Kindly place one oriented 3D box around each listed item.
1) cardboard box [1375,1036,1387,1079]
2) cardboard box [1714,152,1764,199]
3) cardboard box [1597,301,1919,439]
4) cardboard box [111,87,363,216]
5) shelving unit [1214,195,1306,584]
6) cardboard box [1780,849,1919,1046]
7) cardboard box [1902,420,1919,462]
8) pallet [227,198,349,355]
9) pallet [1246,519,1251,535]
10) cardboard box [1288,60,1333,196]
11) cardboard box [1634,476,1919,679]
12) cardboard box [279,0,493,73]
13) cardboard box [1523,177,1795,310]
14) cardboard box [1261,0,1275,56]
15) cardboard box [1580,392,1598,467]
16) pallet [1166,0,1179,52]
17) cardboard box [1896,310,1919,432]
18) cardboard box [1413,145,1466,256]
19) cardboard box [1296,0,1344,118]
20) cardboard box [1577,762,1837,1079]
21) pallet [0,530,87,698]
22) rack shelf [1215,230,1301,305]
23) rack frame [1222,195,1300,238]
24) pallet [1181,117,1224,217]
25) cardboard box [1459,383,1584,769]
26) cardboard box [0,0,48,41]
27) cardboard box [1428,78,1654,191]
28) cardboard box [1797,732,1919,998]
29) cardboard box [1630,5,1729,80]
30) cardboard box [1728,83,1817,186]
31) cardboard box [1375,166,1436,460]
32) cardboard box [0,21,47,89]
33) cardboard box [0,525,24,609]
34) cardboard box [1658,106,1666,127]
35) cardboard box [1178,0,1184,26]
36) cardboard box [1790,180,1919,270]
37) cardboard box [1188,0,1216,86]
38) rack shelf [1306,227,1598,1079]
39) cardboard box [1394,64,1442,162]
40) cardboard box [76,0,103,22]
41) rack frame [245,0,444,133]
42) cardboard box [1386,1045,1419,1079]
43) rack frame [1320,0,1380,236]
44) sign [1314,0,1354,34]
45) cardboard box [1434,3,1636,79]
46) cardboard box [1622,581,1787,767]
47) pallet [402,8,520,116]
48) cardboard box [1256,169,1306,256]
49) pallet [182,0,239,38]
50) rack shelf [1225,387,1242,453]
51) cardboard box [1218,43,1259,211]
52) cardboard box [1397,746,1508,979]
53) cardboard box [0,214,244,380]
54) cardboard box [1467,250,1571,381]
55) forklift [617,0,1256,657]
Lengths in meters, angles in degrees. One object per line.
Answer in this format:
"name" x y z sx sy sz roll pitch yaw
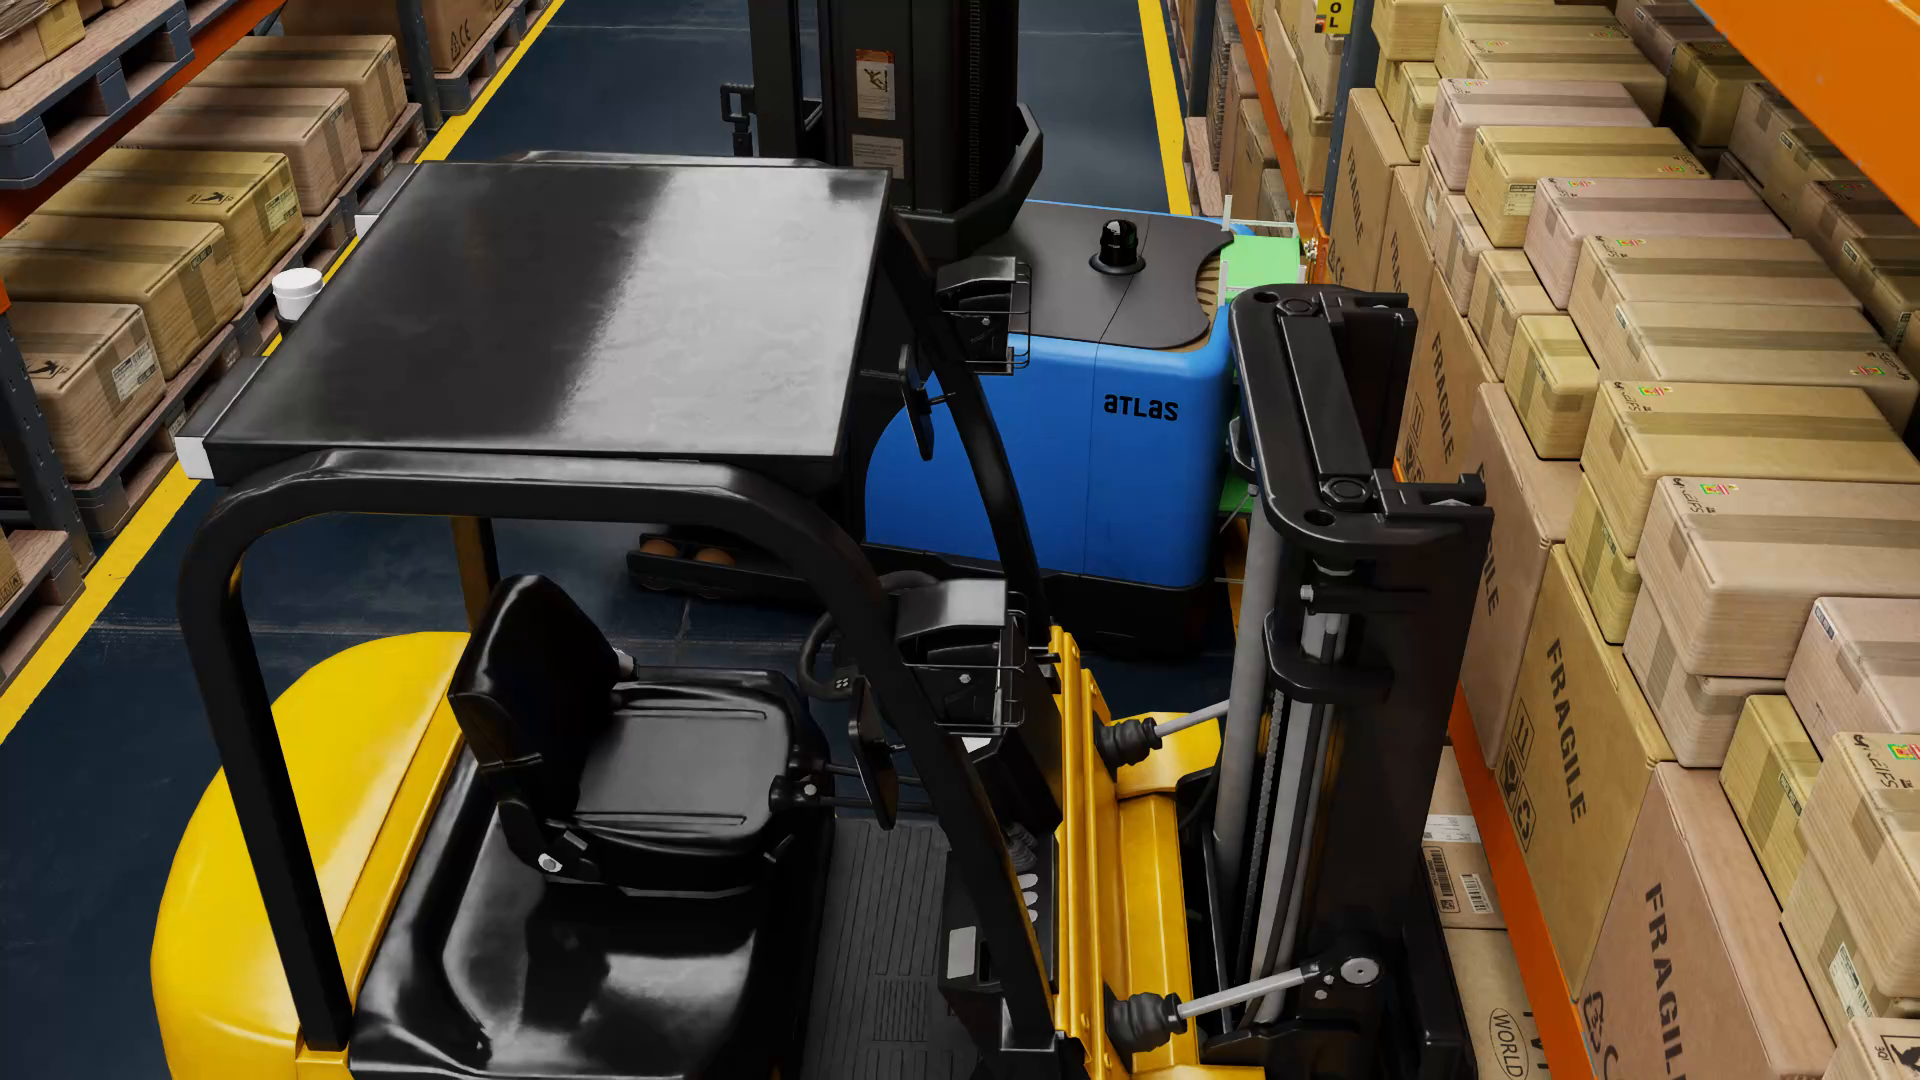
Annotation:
"cardboard box" 1.127 1.080 3.631 0.500 0.250 0.500 2 35 3
"cardboard box" 1.805 -0.692 3.475 0.380 0.149 0.250 2 35 2
"cardboard box" 1.226 -0.245 2.580 0.380 0.149 0.250 2 35 3
"cardboard box" -3.326 -1.782 7.596 0.950 0.372 0.625 1 35 1
"shelving unit" 0.910 -0.431 5.311 0.258 1.200 0.503 5 34 7
"cardboard box" 1.153 0.468 1.824 0.380 0.149 0.250 2 35 3
"cardboard box" 1.724 -0.100 2.632 0.380 0.149 0.250 1 35 2
"pallet" -3.356 -1.144 7.195 1.003 0.211 1.213 1 35 2
"pallet" 1.518 -0.306 6.002 1.003 0.211 1.213 1 35 2
"cardboard box" 1.286 -1.257 5.060 0.500 0.250 0.500 2 35 3
"cardboard box" 1.117 0.050 2.161 0.380 0.149 0.250 2 35 3
"cardboard box" -3.161 -3.131 9.079 0.875 0.875 0.875 1 35 1
"cardboard box" 1.246 -0.533 2.989 0.380 0.149 0.250 1 35 2
"cardboard box" 1.351 -1.831 5.876 0.500 0.250 0.500 2 35 2
"cardboard box" 1.228 -0.116 2.655 0.380 0.149 0.250 1 35 2
"pallet" 1.808 -3.307 10.272 1.003 0.211 1.213 1 35 2
"cardboard box" 1.684 -0.229 2.557 0.380 0.149 0.250 1 35 2
"cardboard box" 1.176 -0.713 3.504 0.380 0.149 0.250 2 35 3
"cardboard box" 1.292 -1.454 4.906 0.500 0.250 0.500 1 35 1
"cardboard box" 1.154 0.648 2.133 0.500 0.500 0.500 2 35 3
"pallet" -3.424 0.392 5.008 1.003 0.211 1.213 1 35 2
"rack shelf" 0.910 -0.775 5.077 0.258 0.148 0.480 5 34 7
"rack frame" 0.947 -0.566 5.510 0.240 1.200 0.015 5 34 7
"pallet" 1.616 -1.708 7.997 1.003 0.211 1.213 1 35 2
"cardboard box" 1.184 0.064 2.963 0.500 0.500 0.500 2 35 2
"cardboard box" -3.127 -1.732 4.895 0.500 0.500 0.500 2 35 3
"cardboard box" 1.184 -0.830 3.412 0.380 0.149 0.250 2 35 3
"cardboard box" 1.133 0.343 1.743 0.380 0.149 0.250 2 35 3
"cardboard box" 1.765 -1.117 3.821 0.380 0.149 0.250 0 35 1
"cardboard box" 1.820 -0.820 3.398 0.380 0.149 0.250 1 35 1
"cardboard box" 1.244 -0.515 3.787 0.500 0.500 0.500 2 35 3
"cardboard box" -3.095 -1.515 5.150 0.380 0.149 0.250 2 35 3
"cardboard box" -3.188 0.164 4.934 0.500 0.250 0.500 3 35 4
"cardboard box" 1.796 -0.994 3.904 0.380 0.149 0.250 0 35 1
"cardboard box" 1.539 -3.306 9.654 0.500 0.500 0.500 3 35 4
"cardboard box" 1.733 -0.525 2.979 0.380 0.149 0.250 1 35 1
"cardboard box" 1.490 -2.718 8.817 0.500 0.500 0.500 2 35 3
"rack shelf" 1.447 0.421 3.168 1.077 0.370 4.000 1 35 2
"cardboard box" 1.243 -1.003 3.918 0.380 0.149 0.250 2 35 3
"cardboard box" -3.141 -1.822 5.588 0.380 0.149 0.250 3 35 5
"rack frame" -3.272 -3.433 8.027 1.000 3.000 0.127 1 35 2
"cardboard box" 1.105 1.152 3.093 0.500 0.250 0.500 1 35 1
"rack frame" 1.527 -1.023 4.597 1.000 3.000 0.127 1 35 2
"sign" 0.985 -1.471 4.296 0.100 0.325 0.005 1 35 2
"cardboard box" 1.316 -1.122 3.827 0.380 0.149 0.250 2 35 3
"cardboard box" 1.138 0.172 2.246 0.380 0.149 0.250 0 35 0
"pallet" -3.165 -2.744 9.470 1.003 0.211 1.213 1 35 2
"cardboard box" 1.576 -0.969 6.220 0.875 0.625 0.625 1 35 1
"pallet" -3.310 -2.217 6.462 1.003 0.211 1.213 1 35 2
"rack shelf" 0.910 -0.378 5.347 0.258 0.148 0.480 5 34 7
"cardboard box" 1.631 -1.788 7.385 0.875 0.625 0.625 2 35 3
"cardboard box" 1.126 0.673 3.340 0.500 0.250 0.500 1 35 1
"cardboard box" -3.388 -0.946 6.408 0.950 0.372 0.625 3 35 5
"cardboard box" 1.172 -0.417 3.084 0.380 0.149 0.250 0 35 0
"forklift" -0.605 -1.289 5.035 3.031 2.935 1.130 8 36 12
